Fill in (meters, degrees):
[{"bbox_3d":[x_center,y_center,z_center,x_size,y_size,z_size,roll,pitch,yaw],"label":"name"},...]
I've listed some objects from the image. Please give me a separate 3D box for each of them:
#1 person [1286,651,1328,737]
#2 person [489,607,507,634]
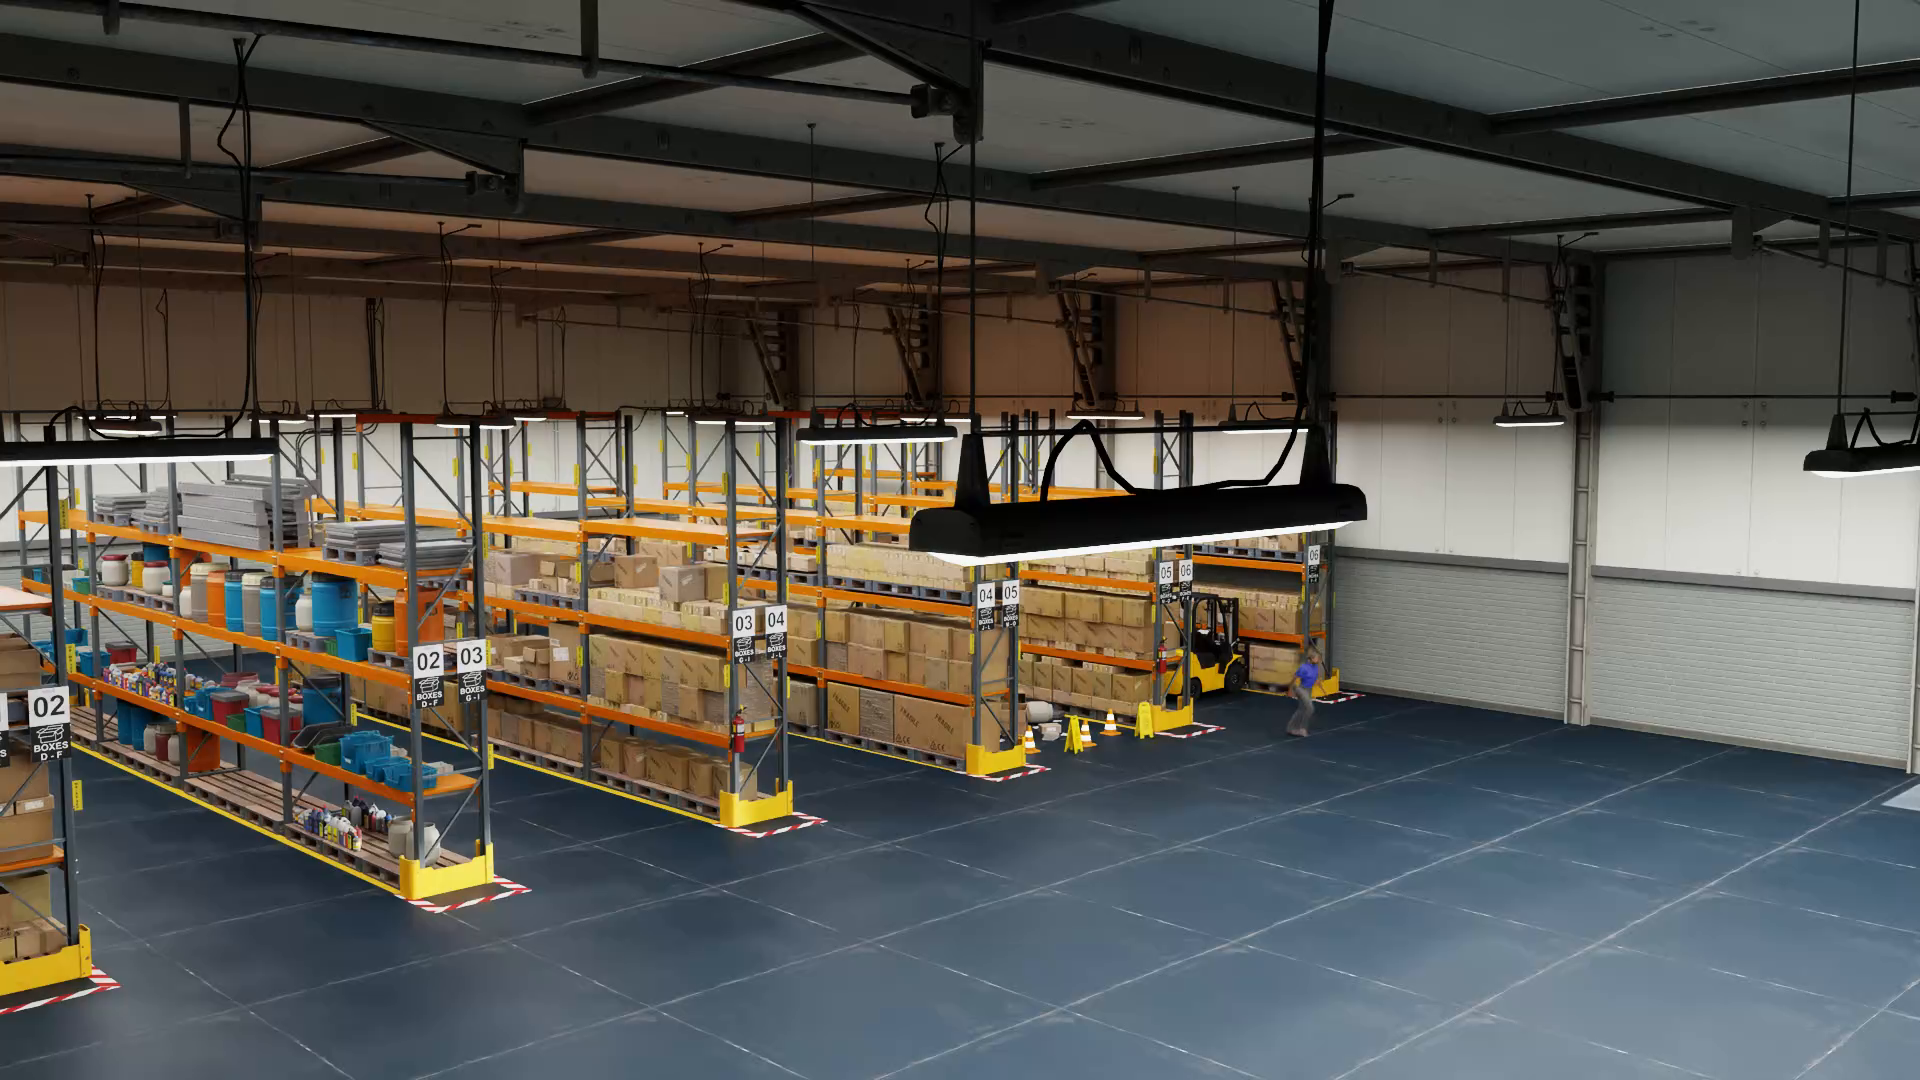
[{"bbox_3d":[6.416,2.842,30.881,0.751,1.601,0.548,4,7,41],"label":"person"},{"bbox_3d":[-11.457,1.862,41.478,0.653,1.765,0.844,1,5,9],"label":"person"}]
